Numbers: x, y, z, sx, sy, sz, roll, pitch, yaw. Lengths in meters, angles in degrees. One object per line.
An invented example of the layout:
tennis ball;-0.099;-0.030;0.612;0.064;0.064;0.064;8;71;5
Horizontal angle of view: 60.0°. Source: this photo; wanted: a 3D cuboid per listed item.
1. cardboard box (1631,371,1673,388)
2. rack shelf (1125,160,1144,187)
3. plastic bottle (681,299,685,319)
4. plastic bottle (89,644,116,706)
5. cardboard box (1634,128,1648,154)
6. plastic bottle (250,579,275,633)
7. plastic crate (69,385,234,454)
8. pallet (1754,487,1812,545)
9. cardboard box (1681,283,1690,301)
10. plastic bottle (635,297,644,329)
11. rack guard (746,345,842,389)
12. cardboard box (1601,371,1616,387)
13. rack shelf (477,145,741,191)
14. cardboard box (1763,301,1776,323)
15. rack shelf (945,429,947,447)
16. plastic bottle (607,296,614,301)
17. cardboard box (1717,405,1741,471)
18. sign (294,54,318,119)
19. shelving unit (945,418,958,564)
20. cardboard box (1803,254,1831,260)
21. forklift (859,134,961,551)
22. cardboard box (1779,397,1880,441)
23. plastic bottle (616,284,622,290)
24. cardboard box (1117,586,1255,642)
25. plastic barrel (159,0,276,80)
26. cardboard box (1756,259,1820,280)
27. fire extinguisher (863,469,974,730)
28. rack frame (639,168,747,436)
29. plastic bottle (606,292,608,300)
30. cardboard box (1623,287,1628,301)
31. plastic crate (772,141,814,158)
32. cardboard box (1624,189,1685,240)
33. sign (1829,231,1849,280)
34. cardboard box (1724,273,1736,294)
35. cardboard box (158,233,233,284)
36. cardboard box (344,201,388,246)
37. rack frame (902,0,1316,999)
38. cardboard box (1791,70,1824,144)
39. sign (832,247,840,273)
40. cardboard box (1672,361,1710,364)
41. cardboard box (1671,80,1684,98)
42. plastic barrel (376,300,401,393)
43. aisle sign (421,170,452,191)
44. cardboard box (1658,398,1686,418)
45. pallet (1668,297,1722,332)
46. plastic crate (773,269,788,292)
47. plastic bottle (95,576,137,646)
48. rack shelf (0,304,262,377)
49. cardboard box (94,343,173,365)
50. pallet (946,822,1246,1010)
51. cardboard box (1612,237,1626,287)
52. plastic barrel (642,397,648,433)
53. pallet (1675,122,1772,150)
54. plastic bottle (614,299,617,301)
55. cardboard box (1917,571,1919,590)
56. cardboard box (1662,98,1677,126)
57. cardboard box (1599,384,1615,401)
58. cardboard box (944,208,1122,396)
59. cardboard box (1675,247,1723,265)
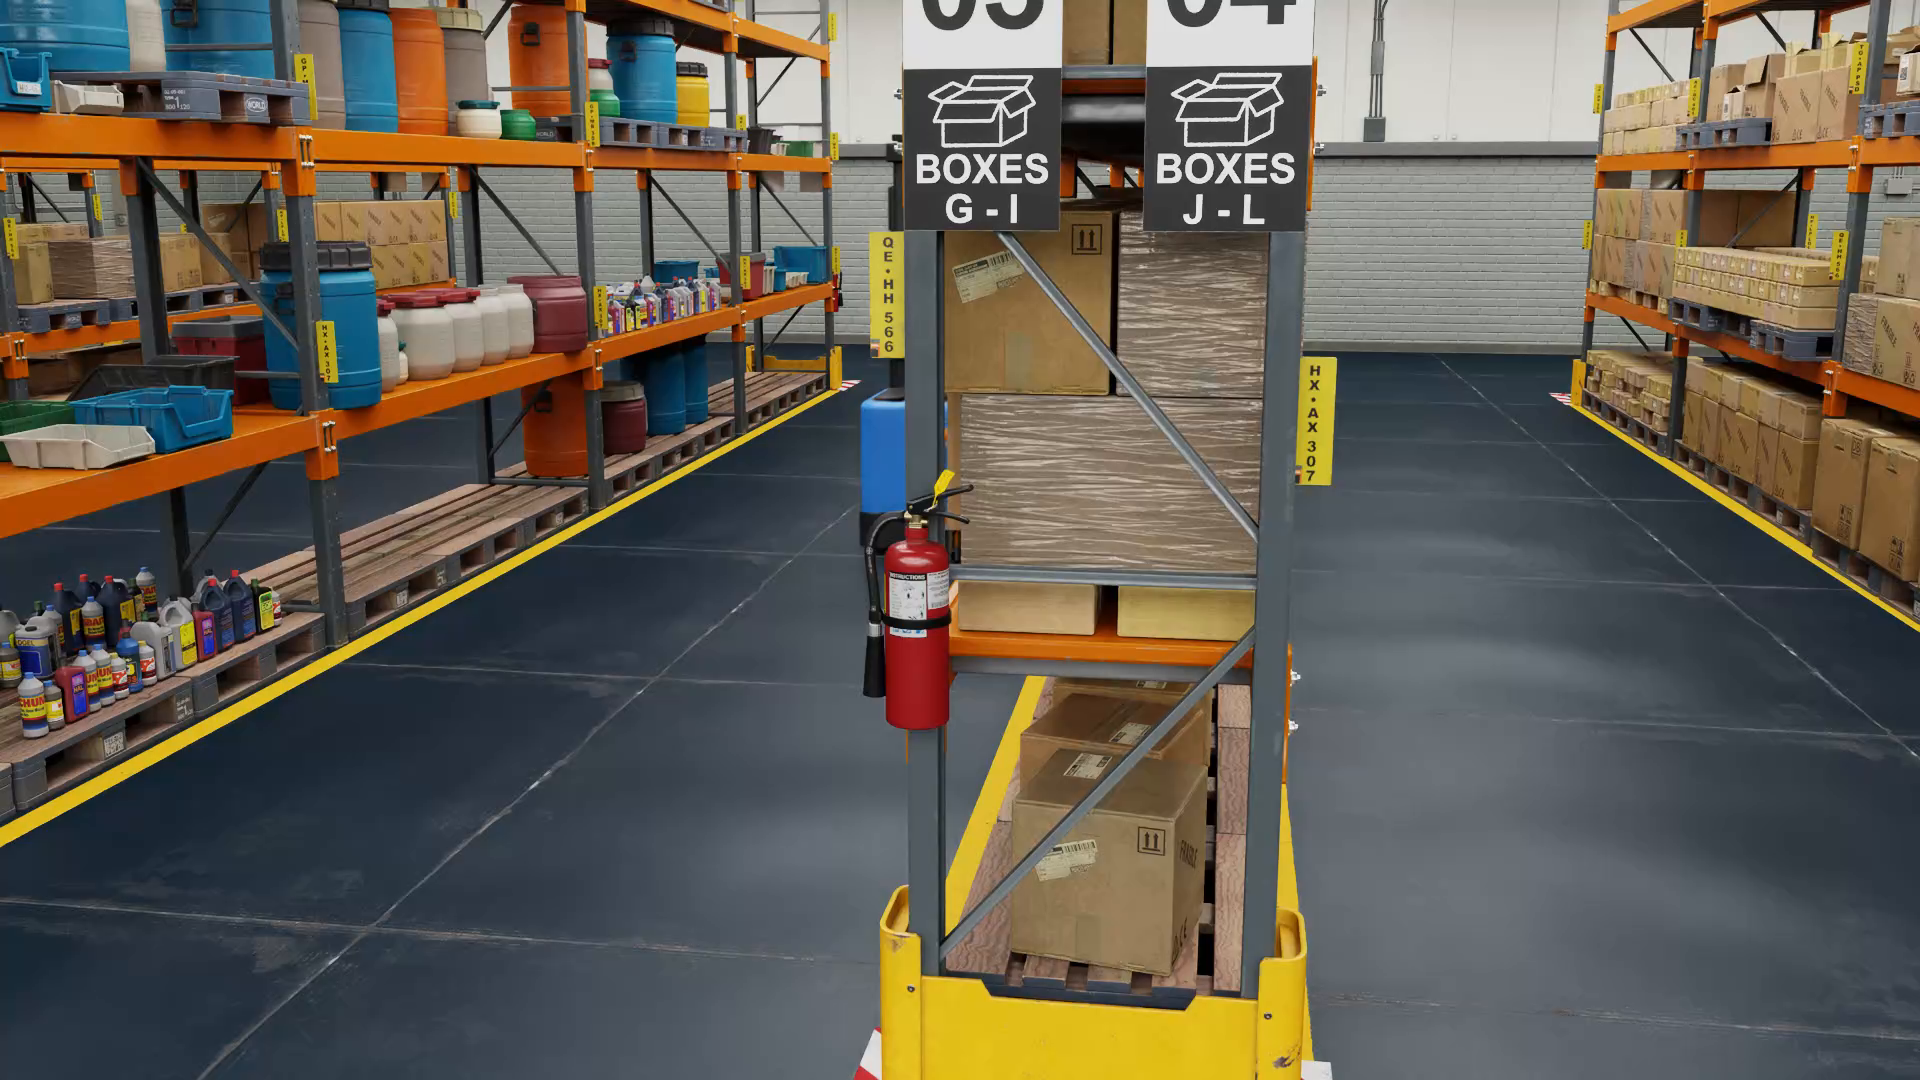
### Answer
cardboard box;6.987;-1.614;16.719;0.380;0.149;0.250;1;12;6
rack shelf;1.898;-3.091;13.805;1.077;0.370;4.000;2;12;9
plastic bottle;-2.575;-2.130;15.228;0.097;0.201;0.097;0;12;0
plastic bottle;-3.879;0.604;7.504;0.097;0.271;0.097;0;12;0
cardboard box;7.143;-4.028;16.798;0.500;0.250;0.500;2;12;8
plastic bottle;-3.667;0.335;8.720;0.061;0.283;0.133;3;12;11
plastic crate;-3.821;-0.576;7.901;0.499;0.251;0.616;2;12;9
pallet;6.598;-0.178;12.319;1.003;0.211;1.213;2;12;9
cardboard box;6.539;-2.169;14.536;0.380;0.149;0.250;2;12;10
plastic bottle;-2.746;-1.933;14.148;0.097;0.271;0.097;0;12;0
rack guard;-2.082;-2.170;20.874;1.175;0.500;0.348;2;12;9
cardboard box;7.177;-1.741;18.018;0.380;0.149;0.250;2;12;10
rack shelf;-2.996;-3.252;14.550;1.077;0.370;4.000;2;12;9
cardboard box;6.177;-1.684;12.286;0.380;0.149;0.250;2;12;10
rack shelf;-0.137;-0.610;11.037;0.215;0.259;0.240;2;12;9
plastic bottle;-3.188;-2.131;15.234;0.097;0.201;0.097;0;12;0
cardboard box;6.568;-0.830;13.660;0.500;0.500;0.500;2;12;10
sign;-3.377;-2.339;8.584;0.100;0.325;0.005;2;12;9
shelving unit;-0.137;-0.343;11.095;0.215;1.050;0.252;2;12;9
cardboard box;7.021;-2.223;13.378;0.380;0.149;0.250;1;12;6
forklift;0.061;-1.608;12.498;1.130;2.935;3.031;2;12;9
cardboard box;6.322;-0.879;12.111;0.500;0.250;0.500;2;12;7
plastic bottle;-3.237;-2.307;15.884;0.097;0.271;0.097;0;12;0
cardboard box;0.640;0.176;4.652;0.380;0.149;0.250;2;12;9
plastic barrel;-4.055;-2.712;9.150;0.600;0.901;0.708;2;12;9
cardboard box;6.217;-2.031;12.486;0.380;0.149;0.250;2;12;10
fire extinguisher;-0.113;0.152;4.353;0.296;0.674;0.183;2;12;9
rack frame;-2.688;-2.554;16.722;1.000;3.000;0.127;2;12;9
plastic bottle;-3.314;-2.168;15.227;0.152;0.276;0.135;2;12;9
cardboard box;7.204;-2.591;17.493;0.380;0.149;0.250;2;12;8
plastic crate;-1.943;-4.534;19.296;0.450;0.188;0.336;2;12;9
cardboard box;7.127;-3.323;16.977;0.500;0.500;0.500;1;12;7
sign;5.938;-1.922;11.229;0.100;0.325;0.005;2;12;9
cardboard box;6.338;-2.046;13.263;0.380;0.149;0.250;2;12;8
cardboard box;-7.876;-2.878;16.992;0.700;0.500;0.500;-2;12;-10
cardboard box;-6.995;-3.663;19.261;0.500;0.500;0.500;2;12;10
rack frame;0.360;0.105;4.386;1.000;3.000;0.127;2;12;9
cardboard box;6.377;-3.125;12.019;0.500;0.500;0.500;2;12;9
sign;-1.527;-3.452;20.502;0.100;0.325;0.005;2;12;9
cardboard box;7.777;-1.810;17.630;0.380;0.149;0.250;2;12;11
cardboard box;6.896;-4.225;15.582;0.380;0.149;0.250;2;12;9
plastic barrel;-3.555;-1.147;9.872;0.433;0.535;0.433;0;12;0
aisle sign;-6.654;-4.823;21.080;0.394;0.787;0.004;2;12;9
cardboard box;6.825;-1.244;15.711;0.380;0.149;0.250;2;12;10
pallet;6.830;-1.963;14.438;1.003;0.211;1.213;2;12;9
plastic crate;-2.136;-2.898;18.575;0.416;0.233;0.300;2;12;9
plastic bottle;-4.310;0.351;8.488;0.144;0.351;0.185;2;12;9
rack shelf;-7.890;-1.947;15.614;1.077;0.370;4.000;2;12;9
cardboard box;-8.051;-1.774;16.212;0.500;0.250;0.500;2;12;9
pallet;0.532;1.284;5.533;1.003;0.211;1.213;2;12;9
cardboard box;7.219;-2.940;17.572;0.500;0.500;0.500;2;12;9
plastic barrel;-3.073;-1.168;15.201;0.421;0.512;0.421;0;12;0
pallet;6.891;-3.461;14.258;1.213;0.211;1.003;2;12;9
plastic bottle;-2.862;-1.859;13.805;0.097;0.271;0.097;0;12;0
cardboard box;6.019;0.016;9.144;1.050;0.750;0.750;2;12;9
cardboard box;7.002;-4.061;15.766;0.500;0.250;0.500;1;12;6
cardboard box;7.171;-1.598;18.059;0.380;0.149;0.250;2;12;9
cardboard box;0.201;-0.701;4.808;0.500;0.500;0.500;2;12;9
cardboard box;6.576;-2.517;14.742;0.380;0.149;0.250;3;12;12
